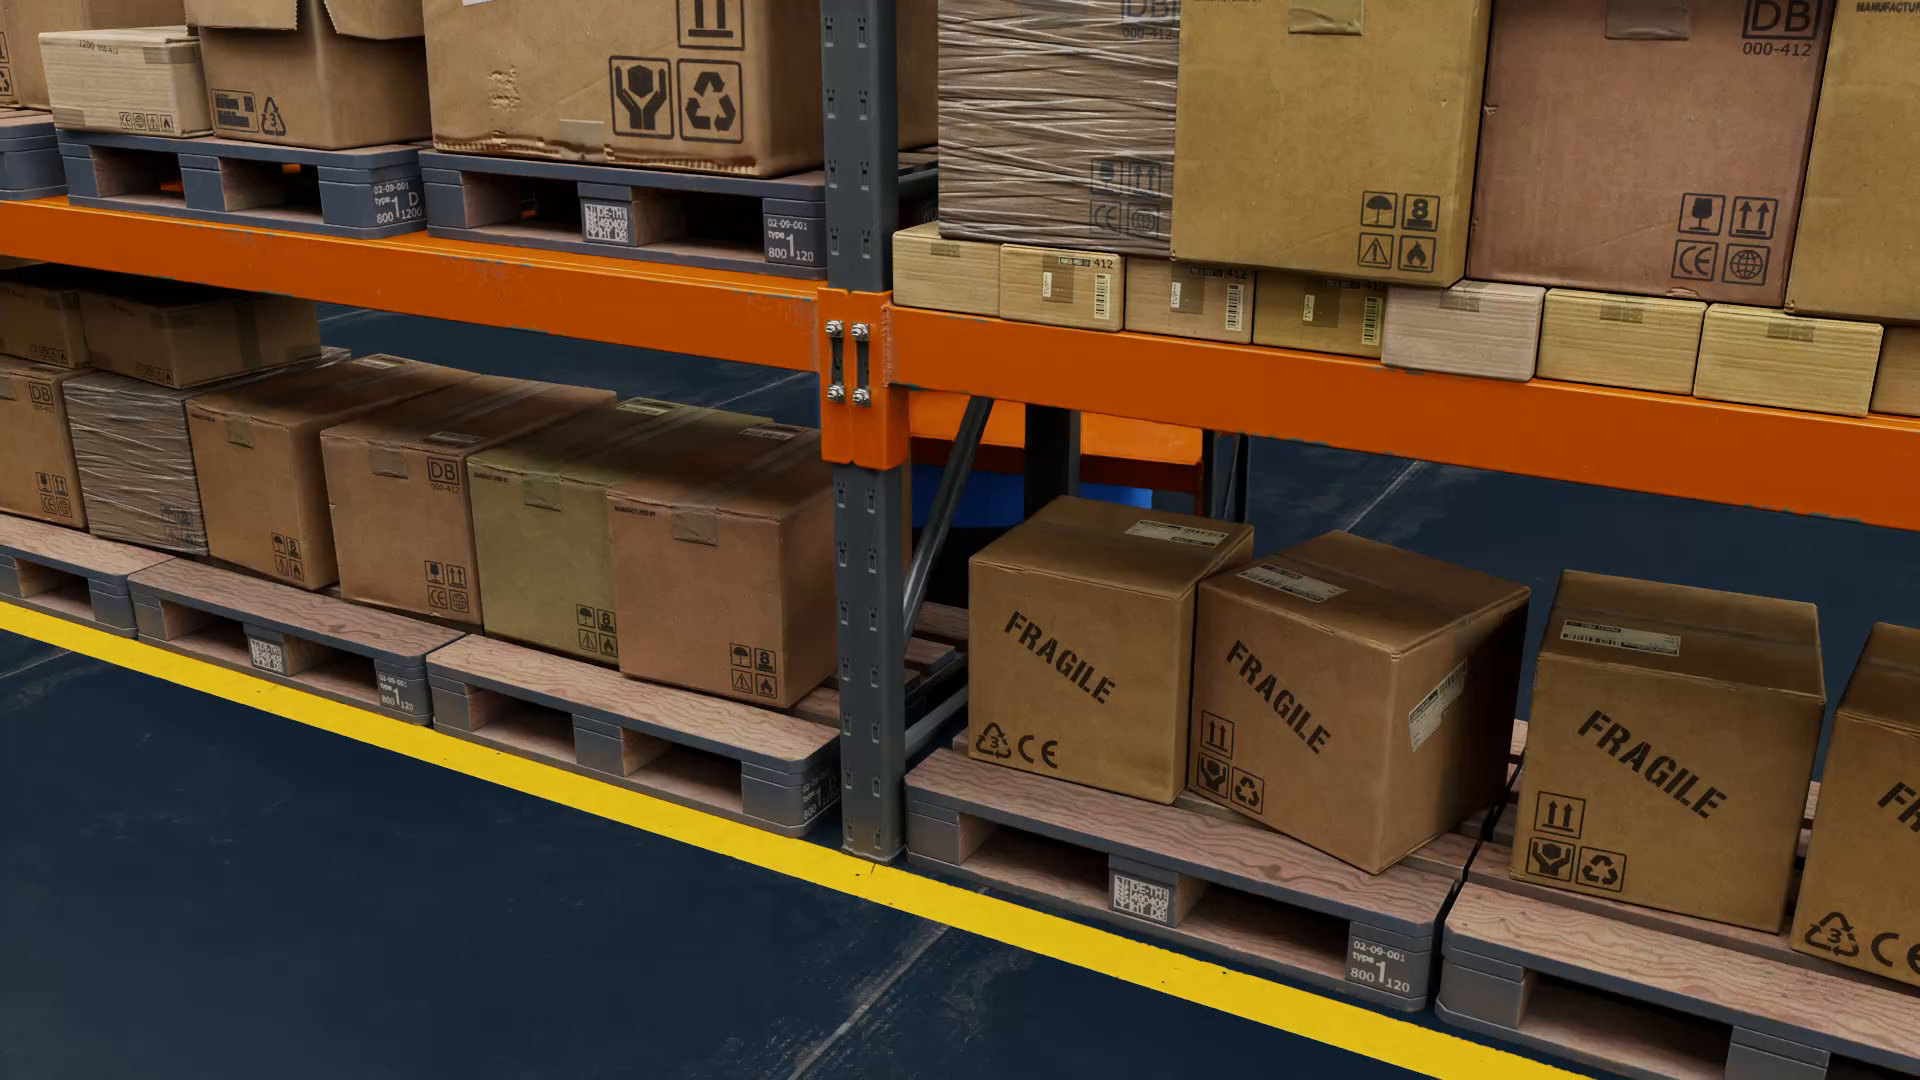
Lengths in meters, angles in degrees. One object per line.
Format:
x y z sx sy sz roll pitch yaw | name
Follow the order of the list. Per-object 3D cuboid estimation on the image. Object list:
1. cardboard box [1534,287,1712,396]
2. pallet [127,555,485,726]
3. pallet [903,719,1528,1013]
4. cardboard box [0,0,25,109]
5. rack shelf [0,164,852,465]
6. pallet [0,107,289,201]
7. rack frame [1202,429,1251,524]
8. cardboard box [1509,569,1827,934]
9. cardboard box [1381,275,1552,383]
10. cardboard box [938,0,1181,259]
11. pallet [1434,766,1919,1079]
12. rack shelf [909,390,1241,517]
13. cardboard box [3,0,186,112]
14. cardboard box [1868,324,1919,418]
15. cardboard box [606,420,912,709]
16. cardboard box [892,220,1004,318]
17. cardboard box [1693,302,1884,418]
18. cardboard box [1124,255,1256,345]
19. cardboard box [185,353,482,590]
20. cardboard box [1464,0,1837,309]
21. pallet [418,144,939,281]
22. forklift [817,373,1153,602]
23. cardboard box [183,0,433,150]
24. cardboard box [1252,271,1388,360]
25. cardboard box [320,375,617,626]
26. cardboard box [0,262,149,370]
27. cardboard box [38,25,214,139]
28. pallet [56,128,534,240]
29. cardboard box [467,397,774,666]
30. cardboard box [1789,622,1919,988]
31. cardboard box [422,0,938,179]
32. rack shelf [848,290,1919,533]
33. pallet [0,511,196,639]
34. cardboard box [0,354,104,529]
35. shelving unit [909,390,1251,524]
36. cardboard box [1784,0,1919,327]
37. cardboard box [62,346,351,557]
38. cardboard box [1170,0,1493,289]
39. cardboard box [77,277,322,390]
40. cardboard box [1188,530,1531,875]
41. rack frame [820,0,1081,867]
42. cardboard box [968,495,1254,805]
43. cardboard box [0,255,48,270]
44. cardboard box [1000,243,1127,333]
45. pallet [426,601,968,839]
1.167 -0.377 2.874 0.250 0.149 0.380 11 23 27 | cardboard box
-1.727 0.158 5.119 1.213 0.211 1.003 11 23 27 | pallet
0.626 0.591 3.926 1.213 0.211 1.003 11 23 27 | pallet
-2.978 -1.653 5.260 0.500 0.500 0.500 8 21 21 | cardboard box
-1.723 -0.815 4.769 4.000 0.370 1.077 11 23 27 | rack shelf
-2.795 -1.309 5.357 1.003 0.211 1.213 11 23 27 | pallet
0.721 -0.376 4.449 0.032 1.500 0.500 7 25 20 | rack frame
1.437 0.408 3.391 0.500 0.500 0.500 9 22 23 | cardboard box
0.929 -0.406 2.955 0.250 0.149 0.380 11 23 27 | cardboard box
0.385 -0.915 3.405 0.500 0.500 0.875 11 23 27 | cardboard box
1.696 0.794 3.368 1.213 0.211 1.003 11 23 27 | pallet
0.251 -0.271 4.691 1.000 0.185 0.538 7 25 20 | rack shelf
-2.442 -1.590 5.086 0.500 0.500 0.700 15 25 35 | cardboard box
1.620 -0.304 2.673 0.250 0.149 0.380 11 23 27 | cardboard box
-0.503 0.039 4.380 0.500 0.500 0.700 9 22 23 | cardboard box
0.064 -0.578 3.427 0.250 0.149 0.380 11 23 27 | cardboard box
1.380 -0.332 2.750 0.250 0.149 0.380 11 23 27 | cardboard box
0.507 -0.499 3.210 0.250 0.149 0.380 11 23 27 | cardboard box
-1.886 -0.232 5.126 0.500 0.500 0.700 13 24 32 | cardboard box
1.290 -0.768 3.000 0.500 0.500 0.875 11 23 27 | cardboard box
-0.574 -0.901 4.232 1.213 0.211 1.003 11 23 27 | pallet
0.064 -1.635 6.073 1.130 2.935 3.031 0 20 -1 | forklift
-1.536 -1.328 4.359 0.637 0.503 0.797 13 24 33 | cardboard box
0.730 -0.460 3.103 0.250 0.149 0.380 11 23 27 | cardboard box
-1.399 -0.139 4.870 0.500 0.500 0.700 9 22 23 | cardboard box
-2.870 -0.768 5.504 0.500 0.250 0.500 12 23 29 | cardboard box
-2.118 -1.266 4.560 0.500 0.250 0.500 10 22 26 | cardboard box
-1.721 -1.079 4.722 1.213 0.211 1.003 11 23 27 | pallet
-0.910 -0.046 4.614 0.500 0.500 0.700 11 22 27 | cardboard box
1.902 0.514 3.099 0.500 0.500 0.500 13 24 32 | cardboard box
-0.603 -1.474 4.035 1.000 1.000 1.000 11 23 28 | cardboard box
1.769 -0.150 2.935 4.000 0.370 1.077 11 23 27 | rack shelf
-2.788 -0.045 5.679 1.213 0.211 1.003 11 23 27 | pallet
-2.875 -0.412 5.624 0.500 0.500 0.700 10 22 24 | cardboard box
0.237 -0.437 4.622 1.083 1.500 0.587 7 25 20 | shelving unit
1.707 -0.672 2.737 0.500 0.500 0.875 11 23 27 | cardboard box
-2.384 -0.324 5.380 0.500 0.500 0.700 9 22 23 | cardboard box
0.805 -0.821 3.147 0.500 0.500 0.875 11 23 27 | cardboard box
-2.402 -0.683 5.269 0.500 0.250 0.500 14 24 33 | cardboard box
0.856 0.328 3.612 0.500 0.500 0.500 -17 26 -39 | cardboard box
0.023 -0.821 3.730 0.127 3.000 1.000 11 23 27 | rack frame
0.352 0.235 3.868 0.500 0.500 0.500 10 22 26 | cardboard box
-4.062 -0.806 6.188 0.875 0.875 1.225 10 22 25 | cardboard box
0.276 -0.532 3.302 0.250 0.149 0.380 11 23 27 | cardboard box
-0.658 0.361 4.561 1.213 0.211 1.003 11 23 27 | pallet
